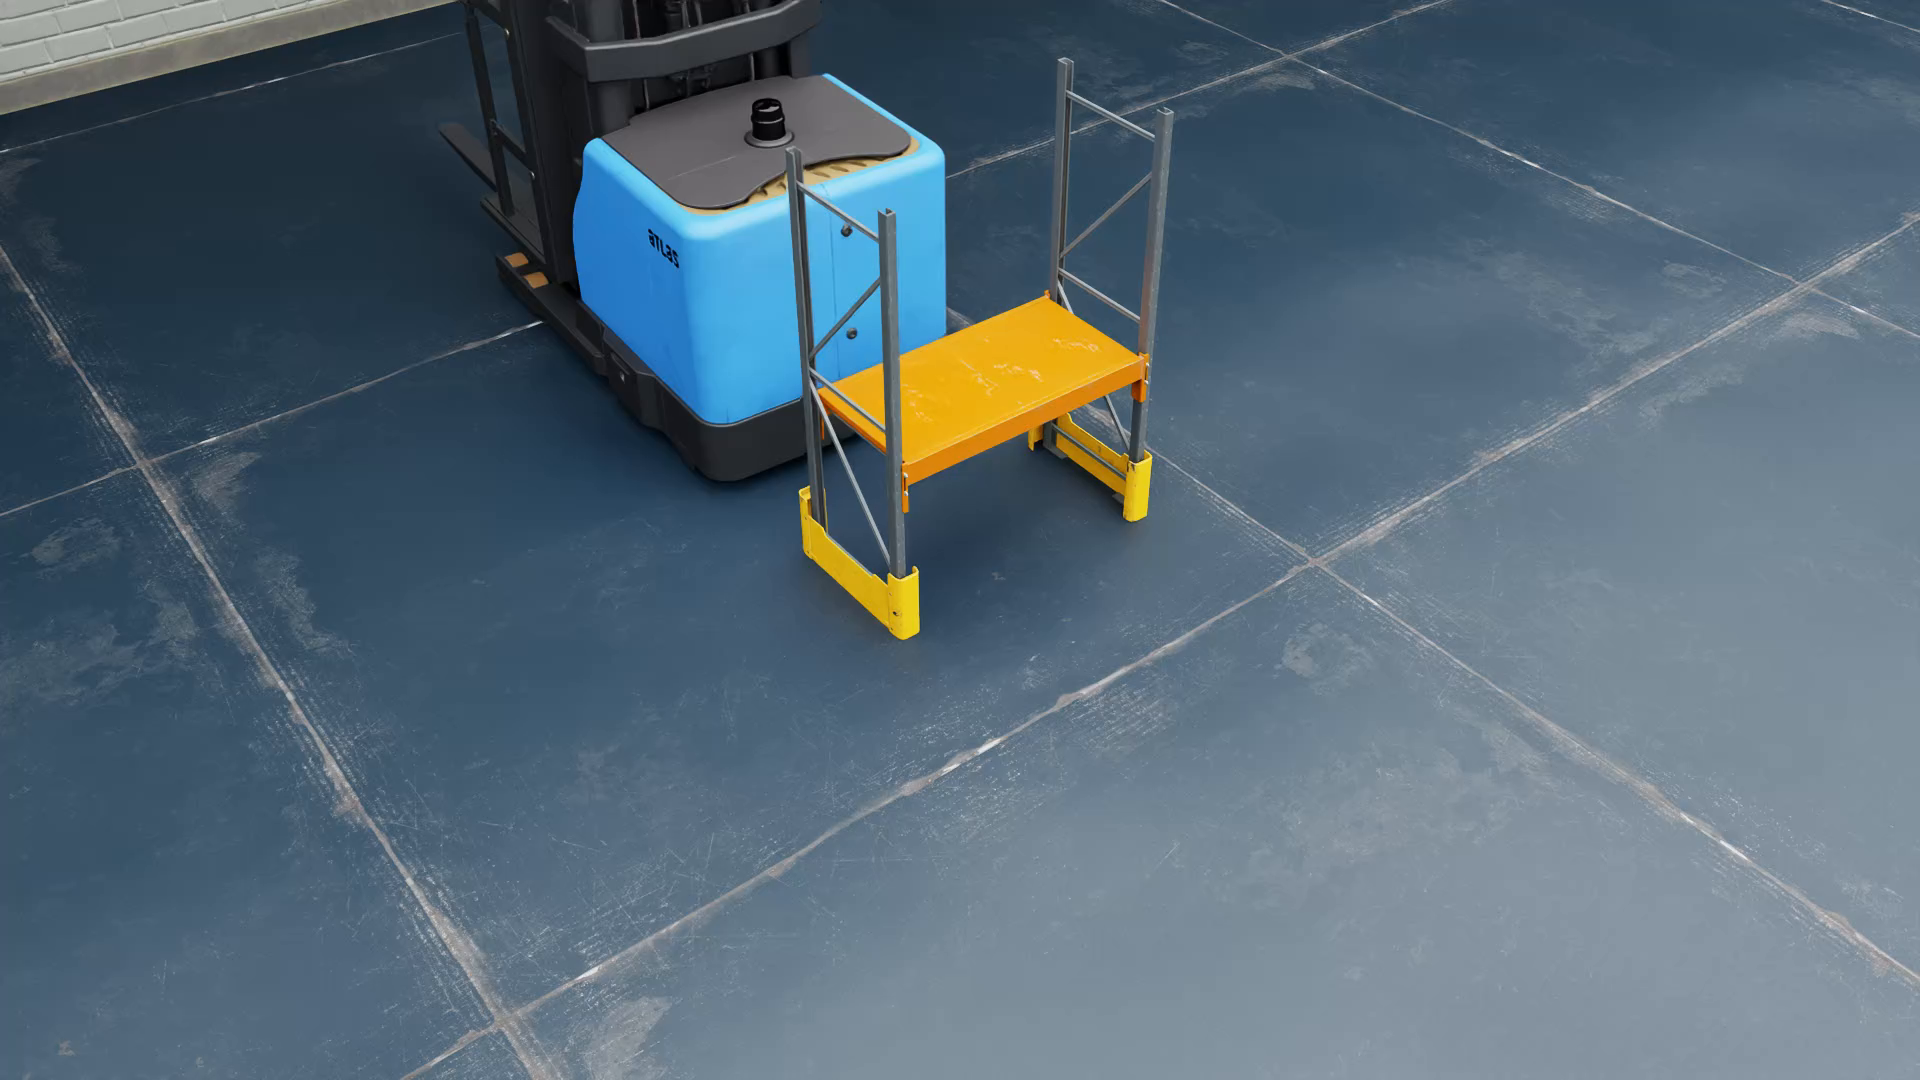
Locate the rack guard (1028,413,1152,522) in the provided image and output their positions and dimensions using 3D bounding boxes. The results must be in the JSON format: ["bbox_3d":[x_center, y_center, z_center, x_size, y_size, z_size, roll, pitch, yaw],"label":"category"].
[{"bbox_3d":[0.455,-0.319,5.941,0.087,0.250,0.587,-26,46,-28],"label":"rack guard"}]

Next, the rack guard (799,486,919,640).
[{"bbox_3d":[-0.334,0.066,5.472,0.087,0.250,0.587,-26,46,-28],"label":"rack guard"}]

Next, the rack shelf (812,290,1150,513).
[{"bbox_3d":[0.068,-0.474,5.429,1.000,0.185,0.538,-26,46,-28],"label":"rack shelf"}]

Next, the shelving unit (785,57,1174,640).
[{"bbox_3d":[0.060,-0.609,5.310,1.083,1.500,0.587,-26,46,-28],"label":"shelving unit"}]

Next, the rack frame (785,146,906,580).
[{"bbox_3d":[-0.335,-0.416,5.075,0.032,1.500,0.500,-26,46,-28],"label":"rack frame"}]

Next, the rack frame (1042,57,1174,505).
[{"bbox_3d":[0.471,-0.809,5.554,0.032,1.500,0.500,-26,46,-28],"label":"rack frame"}]

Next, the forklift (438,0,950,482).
[{"bbox_3d":[-1.293,-2.234,6.162,1.130,2.935,3.031,-24,45,-26],"label":"forklift"}]
